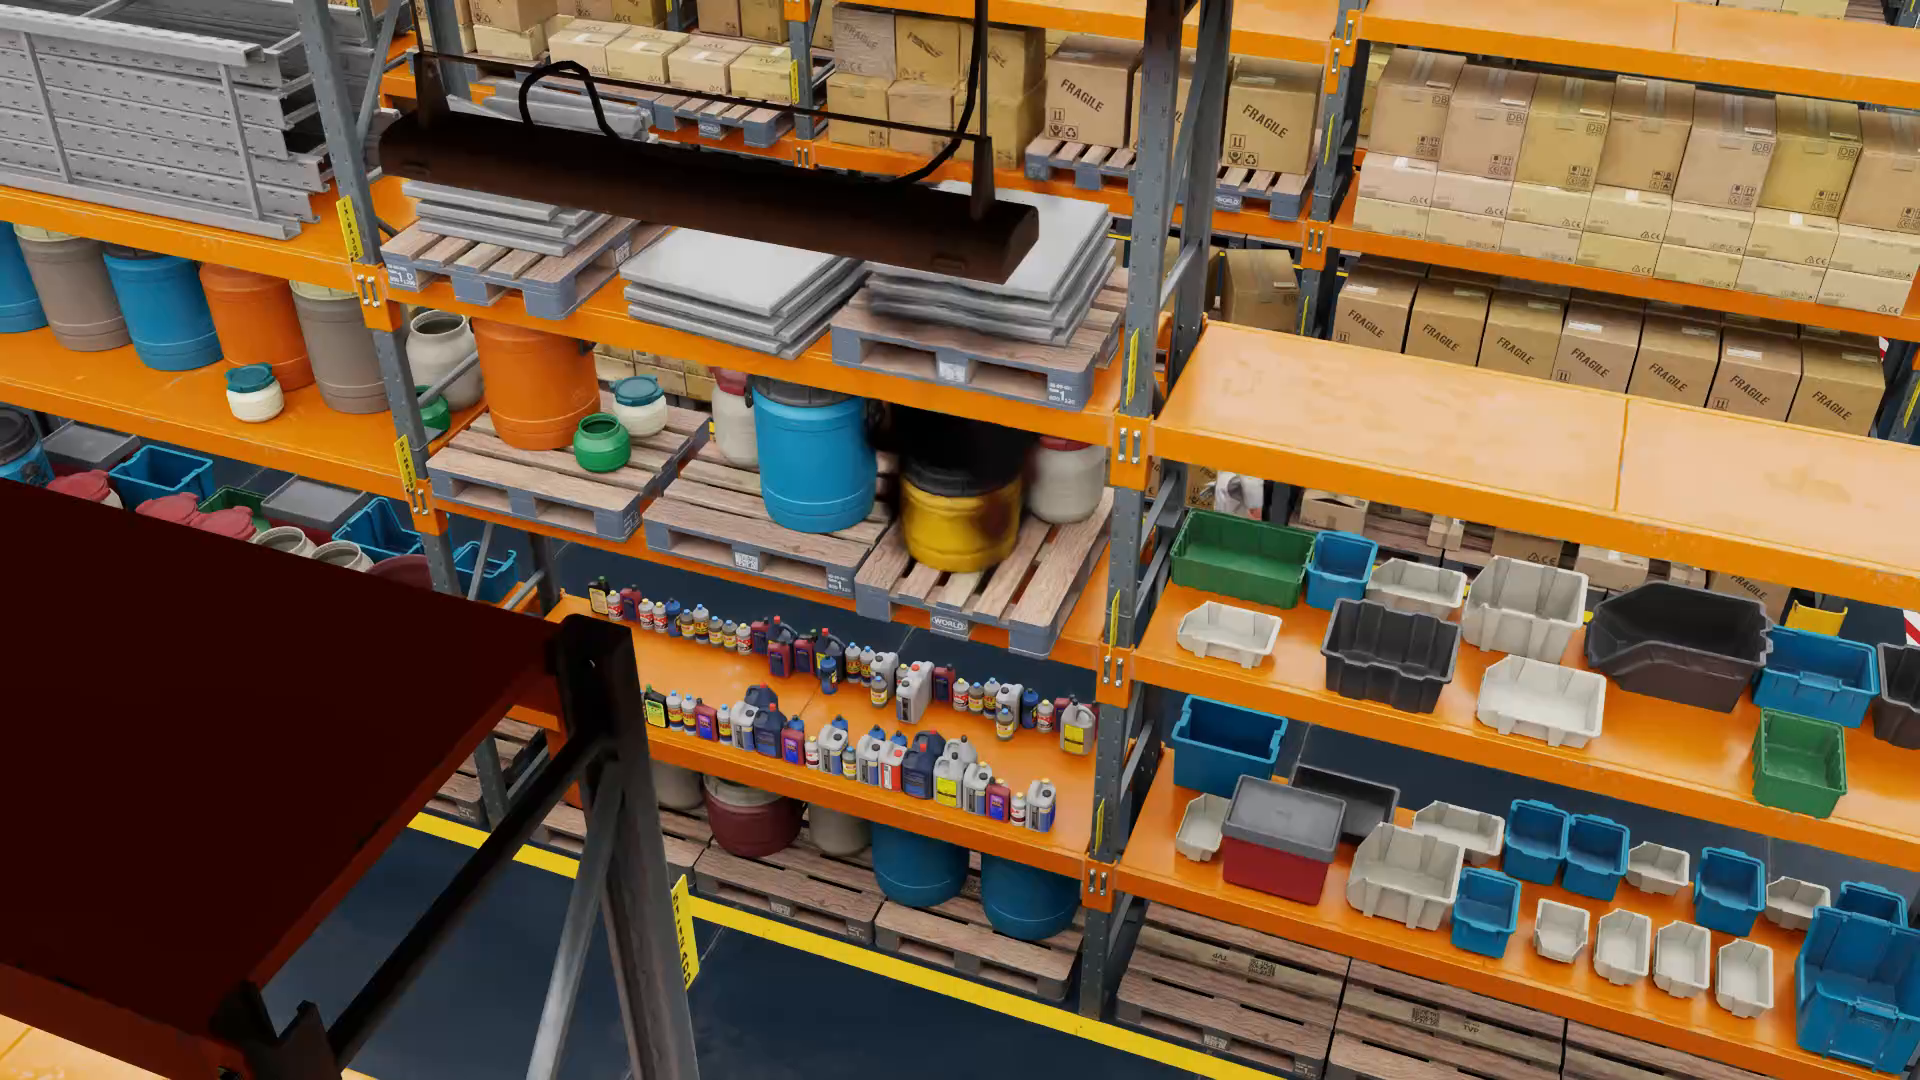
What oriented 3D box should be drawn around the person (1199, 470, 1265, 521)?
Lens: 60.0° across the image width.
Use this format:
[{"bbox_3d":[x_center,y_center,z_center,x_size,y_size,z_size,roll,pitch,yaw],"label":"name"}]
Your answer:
[{"bbox_3d":[1.943,-0.092,11.561,0.734,1.759,0.653,7,37,9],"label":"person"}]
